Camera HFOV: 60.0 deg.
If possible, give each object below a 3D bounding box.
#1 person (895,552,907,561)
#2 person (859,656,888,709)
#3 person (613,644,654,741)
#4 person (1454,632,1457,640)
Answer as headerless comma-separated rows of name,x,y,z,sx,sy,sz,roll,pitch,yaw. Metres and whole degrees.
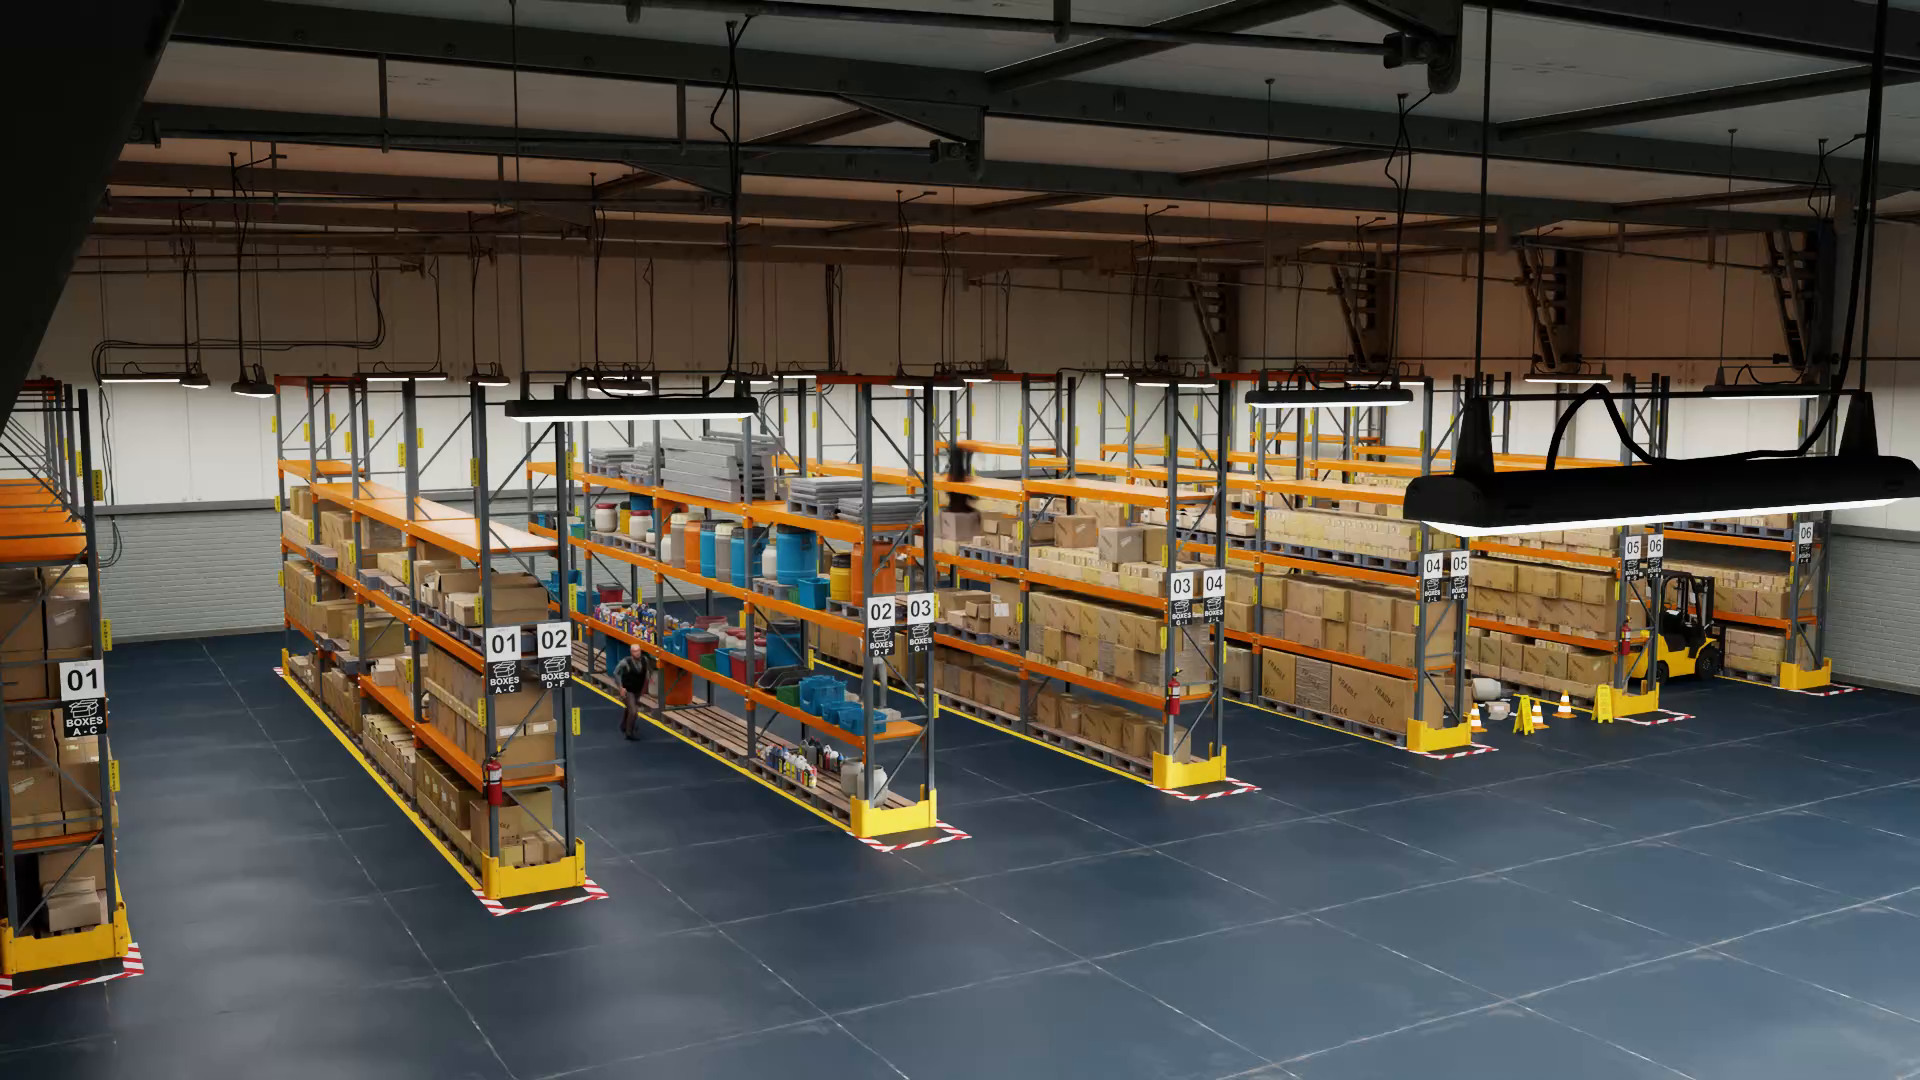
person,-1.516,0.907,41.846,0.600,1.652,0.992,0,6,-4
person,-1.536,2.234,29.712,0.535,1.742,0.860,-4,7,-30
person,-5.433,2.505,27.656,0.897,1.647,0.707,4,7,33
person,10.483,1.751,35.392,0.803,1.433,0.575,6,9,43
